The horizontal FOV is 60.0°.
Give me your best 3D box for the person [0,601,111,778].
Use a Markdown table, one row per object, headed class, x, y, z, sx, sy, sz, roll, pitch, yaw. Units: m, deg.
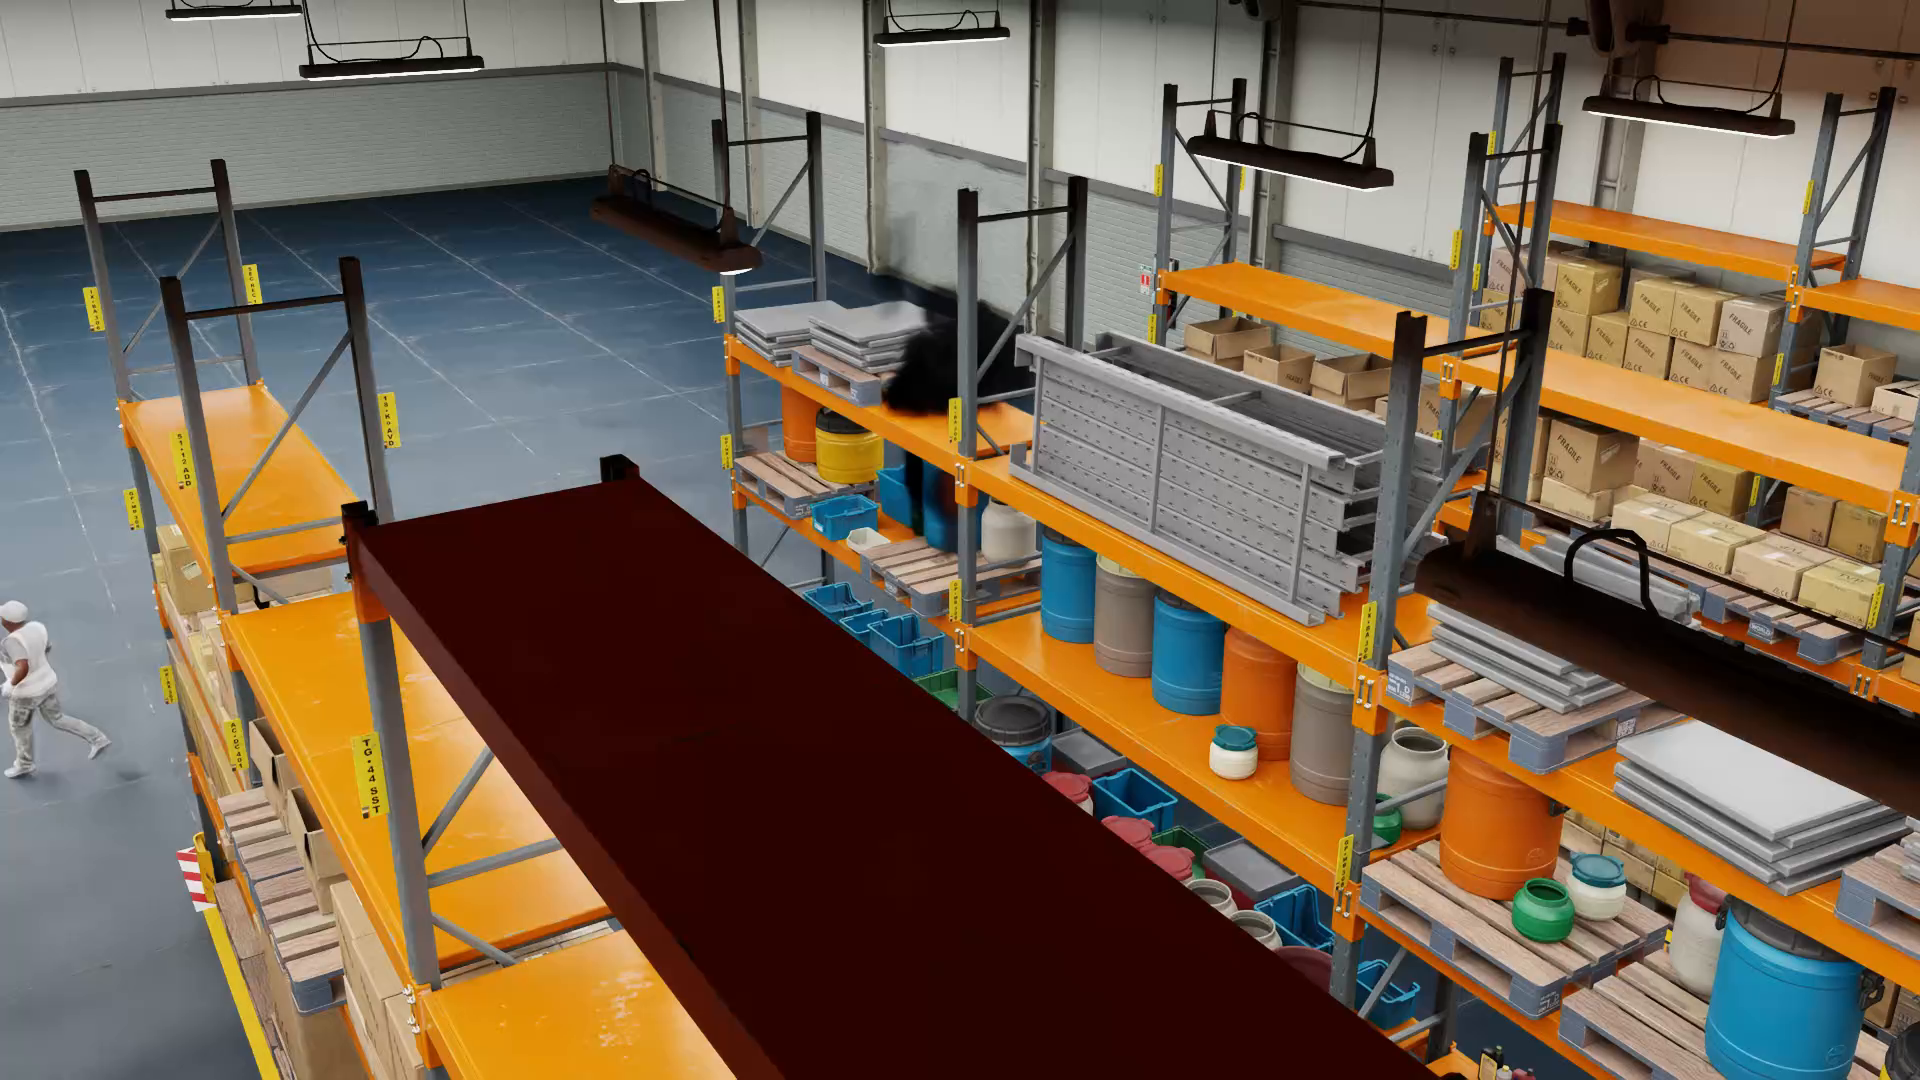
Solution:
| class | x | y | z | sx | sy | sz | roll | pitch | yaw |
| --- | --- | --- | --- | --- | --- | --- | --- | --- | --- |
| person | -8.593 | 1.395 | 15.516 | 0.995 | 1.791 | 0.663 | 2 | 22 | 6 |
